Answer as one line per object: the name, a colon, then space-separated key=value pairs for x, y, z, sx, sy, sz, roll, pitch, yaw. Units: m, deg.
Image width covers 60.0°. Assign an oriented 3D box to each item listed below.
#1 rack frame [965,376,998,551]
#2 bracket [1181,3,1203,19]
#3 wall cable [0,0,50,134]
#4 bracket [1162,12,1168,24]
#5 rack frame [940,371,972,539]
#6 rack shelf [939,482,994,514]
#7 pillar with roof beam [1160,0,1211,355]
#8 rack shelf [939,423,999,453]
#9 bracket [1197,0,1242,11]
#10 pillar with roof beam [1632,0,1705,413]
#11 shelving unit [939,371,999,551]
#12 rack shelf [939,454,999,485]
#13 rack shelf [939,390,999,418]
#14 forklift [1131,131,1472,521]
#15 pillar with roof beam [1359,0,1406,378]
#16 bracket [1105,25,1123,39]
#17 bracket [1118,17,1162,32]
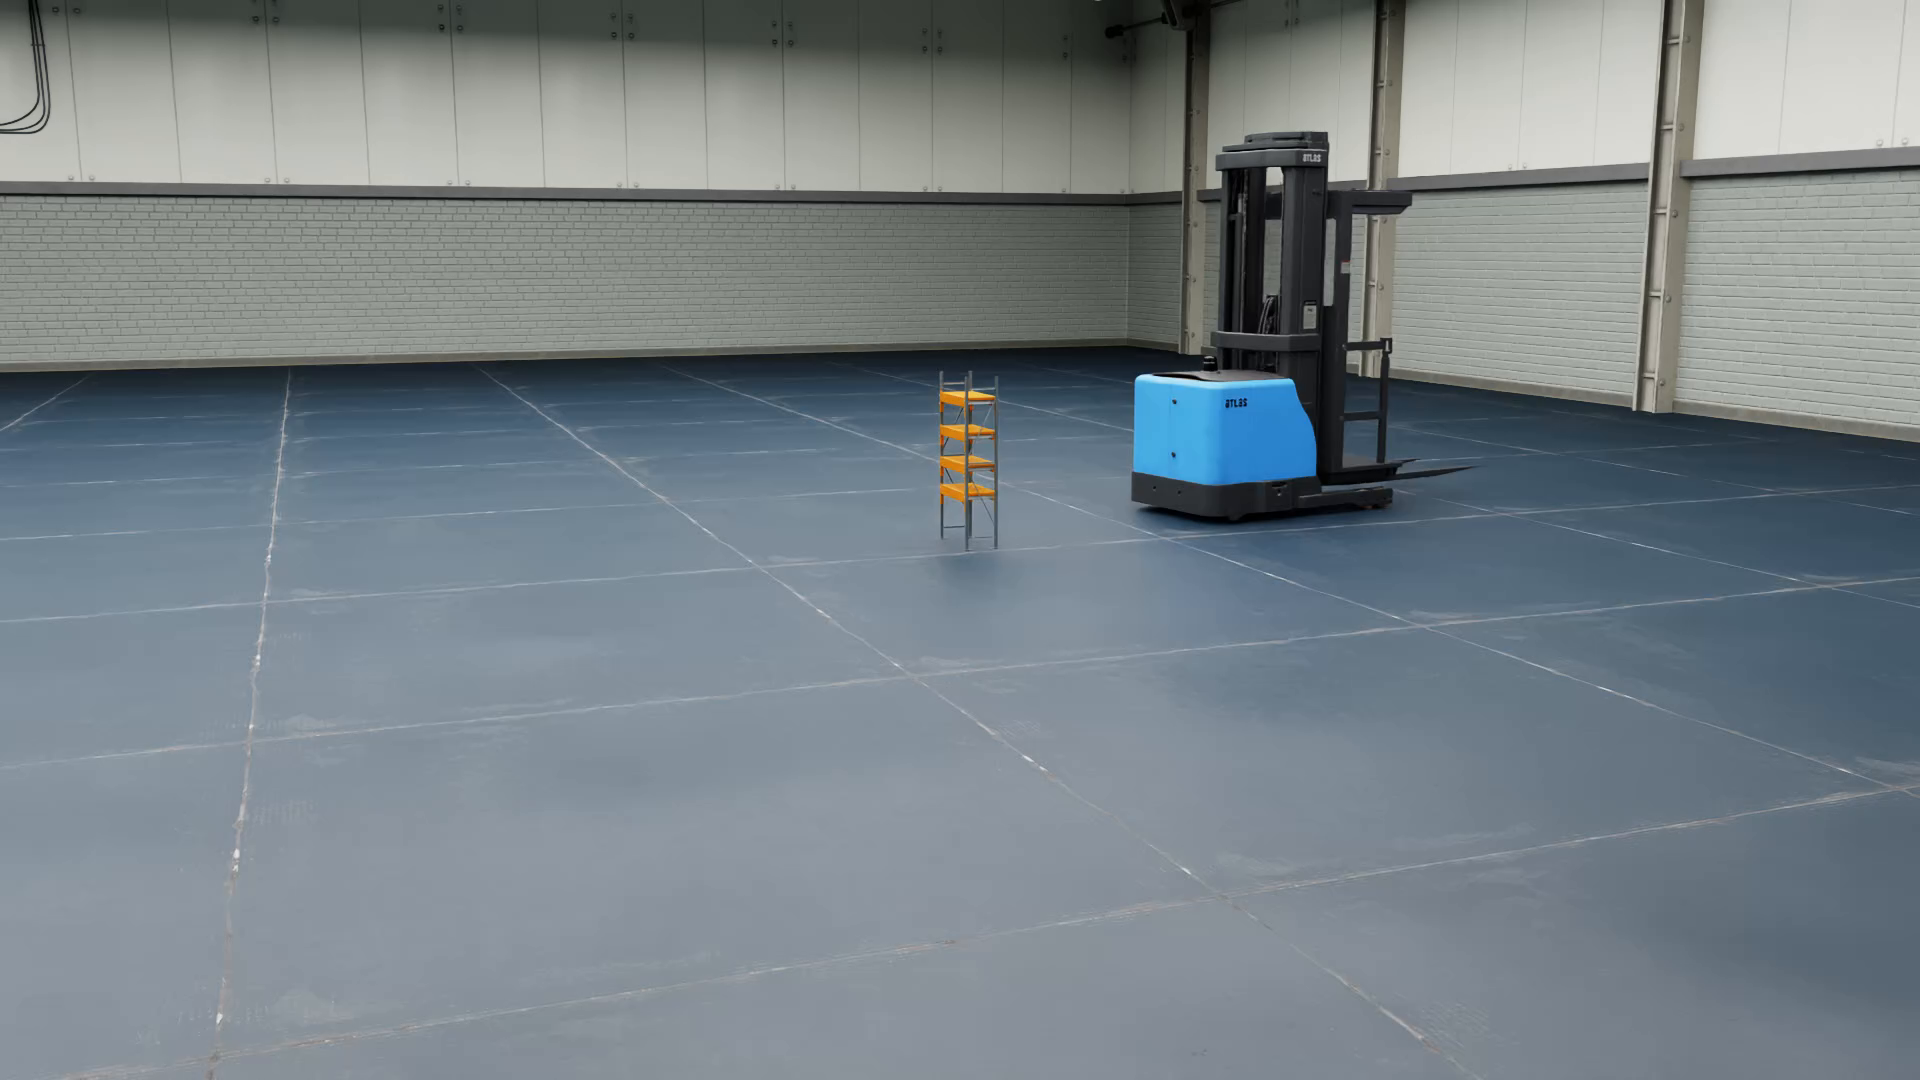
rack frame: x=0.148 y=-0.524 z=11.439 sx=0.240 sy=1.200 sz=0.015 roll=-4 pitch=11 yaw=-21
bracket: x=4.269 y=-9.706 z=30.514 sx=0.235 sy=0.232 sz=0.430 roll=-4 pitch=11 yaw=-21
wall cable: x=-15.891 y=-8.864 z=26.348 sx=2.305 sy=6.003 sz=0.169 roll=-4 pitch=11 yaw=-21
bracket: x=3.968 y=-9.842 z=31.275 sx=0.235 sy=0.232 sz=0.430 roll=-4 pitch=11 yaw=-21
rack frame: x=-0.028 y=-0.604 z=11.887 sx=0.240 sy=1.200 sz=0.015 roll=-4 pitch=11 yaw=-21
rack shelf: x=0.060 y=-0.302 z=11.710 sx=0.258 sy=0.148 sz=0.480 roll=-4 pitch=11 yaw=-21
pillar with roof beam: x=0.437 y=-7.751 z=29.801 sx=9.100 sy=9.000 sz=0.548 roll=-4 pitch=11 yaw=-21
rack shelf: x=0.060 y=-0.718 z=11.636 sx=0.258 sy=0.148 sz=0.480 roll=-4 pitch=11 yaw=-21
bracket: x=5.203 y=-9.286 z=28.150 sx=0.076 sy=0.066 sz=4.783 roll=-4 pitch=11 yaw=-21
pillar with roof beam: x=4.786 y=-5.792 z=18.789 sx=9.100 sy=9.000 sz=0.400 roll=-4 pitch=11 yaw=-21
shelving unit: x=0.060 y=-0.564 z=11.663 sx=0.258 sy=1.200 sz=0.503 roll=-4 pitch=11 yaw=-21
rack shelf: x=0.060 y=-0.497 z=11.675 sx=0.258 sy=0.148 sz=0.480 roll=-4 pitch=11 yaw=-21
rack shelf: x=0.060 y=-0.951 z=11.594 sx=0.258 sy=0.148 sz=0.480 roll=-4 pitch=11 yaw=-21
forklift: x=2.891 y=-1.755 z=13.420 sx=3.031 sy=2.935 sz=1.130 roll=-6 pitch=12 yaw=-31
pillar with roof beam: x=2.611 y=-6.772 z=24.295 sx=9.100 sy=9.000 sz=0.400 roll=-4 pitch=11 yaw=-21
bracket: x=3.109 y=-10.229 z=33.450 sx=0.235 sy=0.232 sz=0.430 roll=-4 pitch=11 yaw=-21
bracket: x=3.323 y=-10.132 z=32.908 sx=0.076 sy=0.066 sz=3.189 roll=-4 pitch=11 yaw=-21
